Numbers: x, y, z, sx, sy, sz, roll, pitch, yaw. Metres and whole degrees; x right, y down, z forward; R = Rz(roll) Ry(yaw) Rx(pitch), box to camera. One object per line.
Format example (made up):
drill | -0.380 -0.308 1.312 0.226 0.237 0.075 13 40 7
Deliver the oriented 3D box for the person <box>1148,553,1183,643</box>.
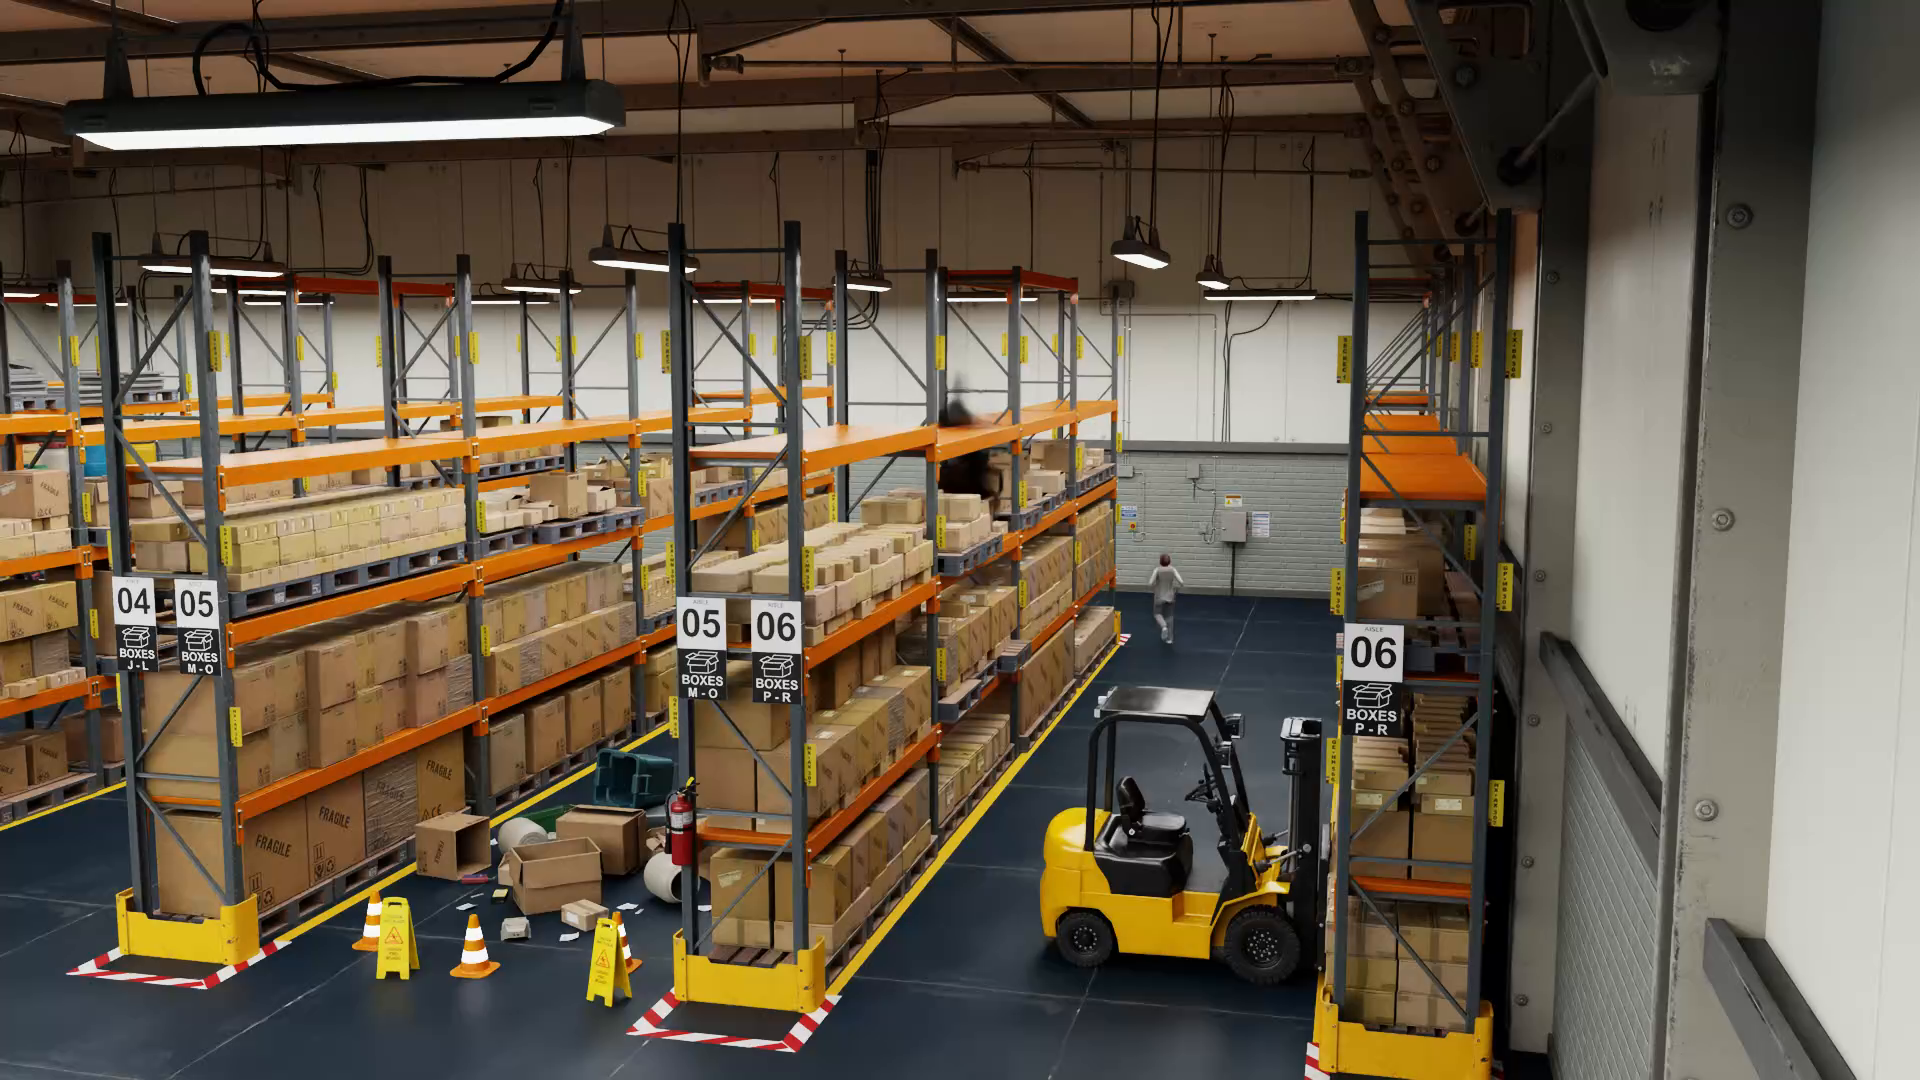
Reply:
person | 3.455 0.985 28.032 0.604 1.552 0.524 0 7 -3
